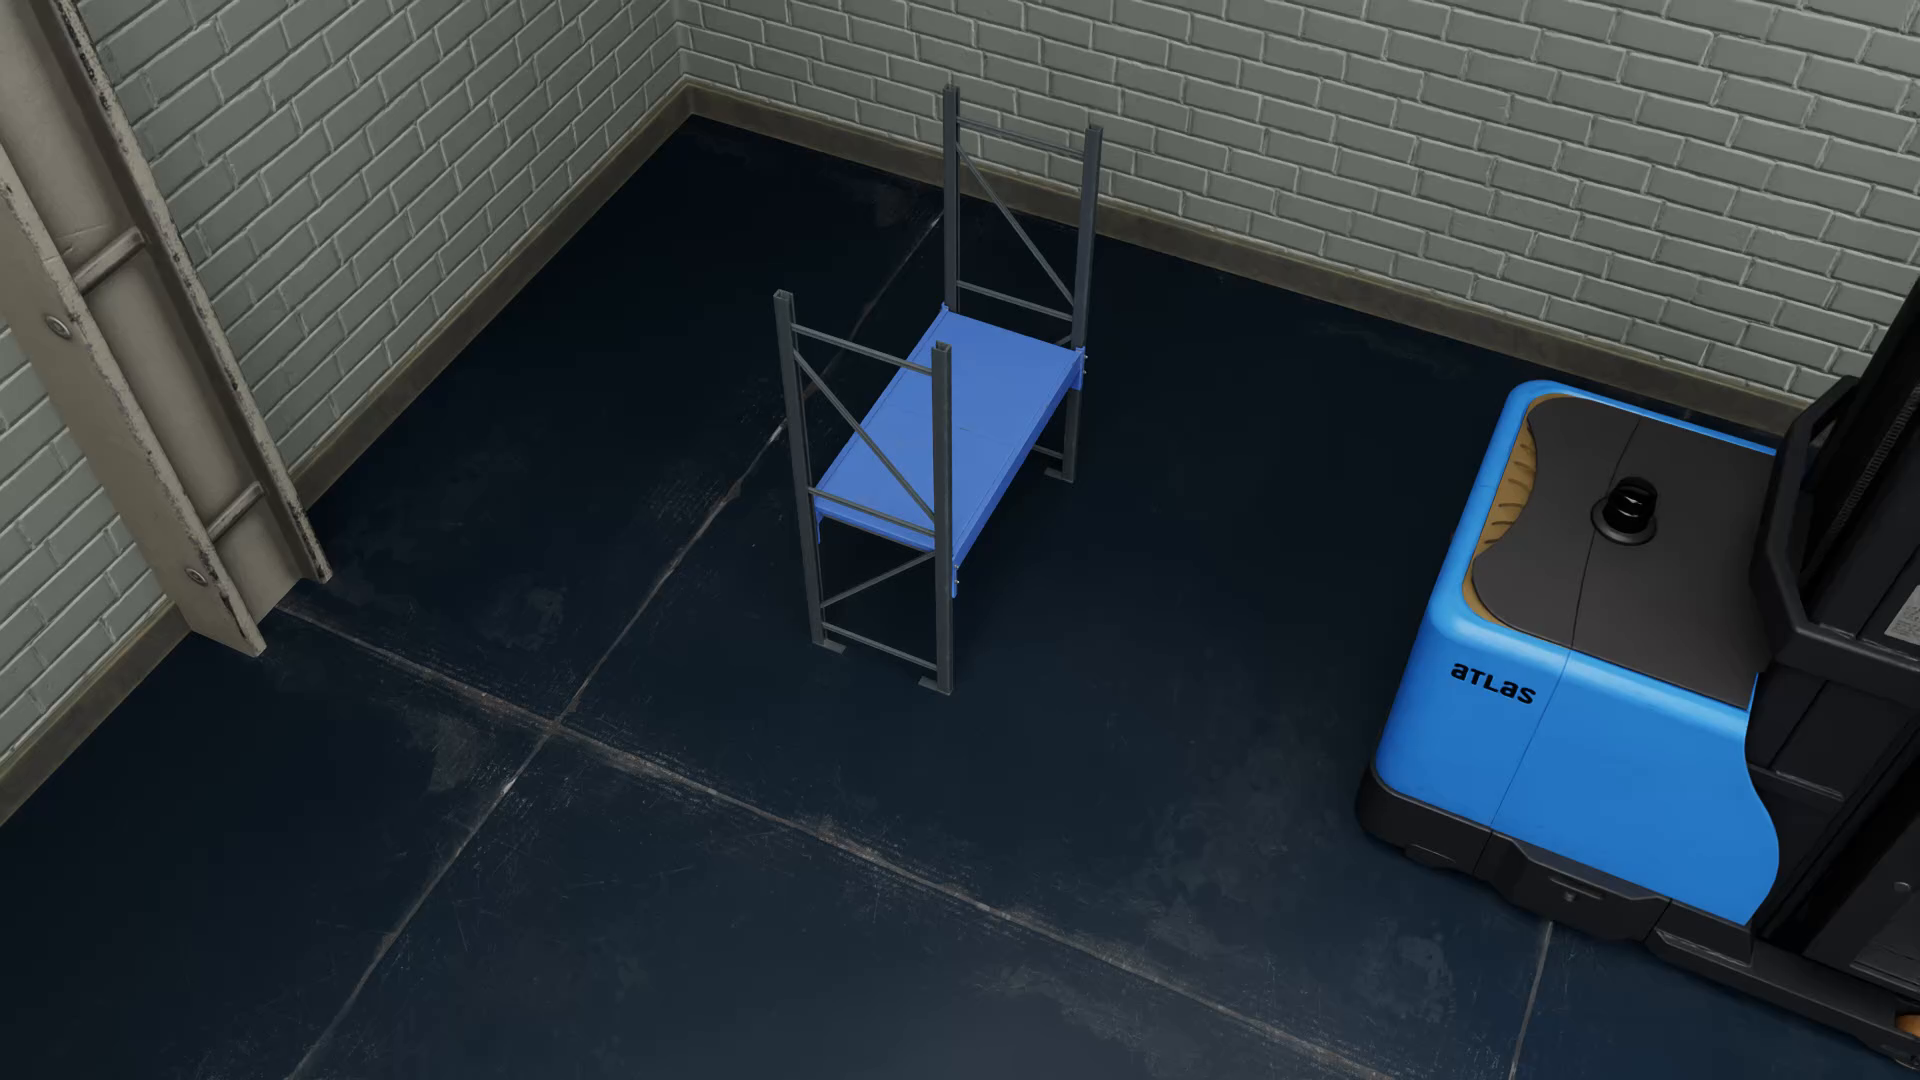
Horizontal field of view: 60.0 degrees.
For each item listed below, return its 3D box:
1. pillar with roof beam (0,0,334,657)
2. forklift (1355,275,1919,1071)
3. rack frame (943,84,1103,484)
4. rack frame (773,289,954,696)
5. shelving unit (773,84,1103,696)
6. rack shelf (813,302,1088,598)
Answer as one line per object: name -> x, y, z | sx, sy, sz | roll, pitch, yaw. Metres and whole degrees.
pillar with roof beam -> 1.543, -1.318, 0.963 | 9.100, 9.000, 0.400 | 20, 52, 16
forklift -> 2.736, 0.088, 3.750 | 3.031, 2.935, 1.130 | 20, 53, 16
rack frame -> 0.181, -0.777, 5.427 | 0.500, 1.500, 0.032 | 20, 52, 16
rack frame -> -0.254, -0.077, 4.831 | 0.500, 1.500, 0.032 | 20, 52, 16
shelving unit -> -0.036, -0.427, 5.129 | 0.538, 1.500, 1.048 | 20, 52, 16
rack shelf -> -0.036, -0.311, 5.266 | 0.538, 0.185, 1.000 | 20, 52, 16
